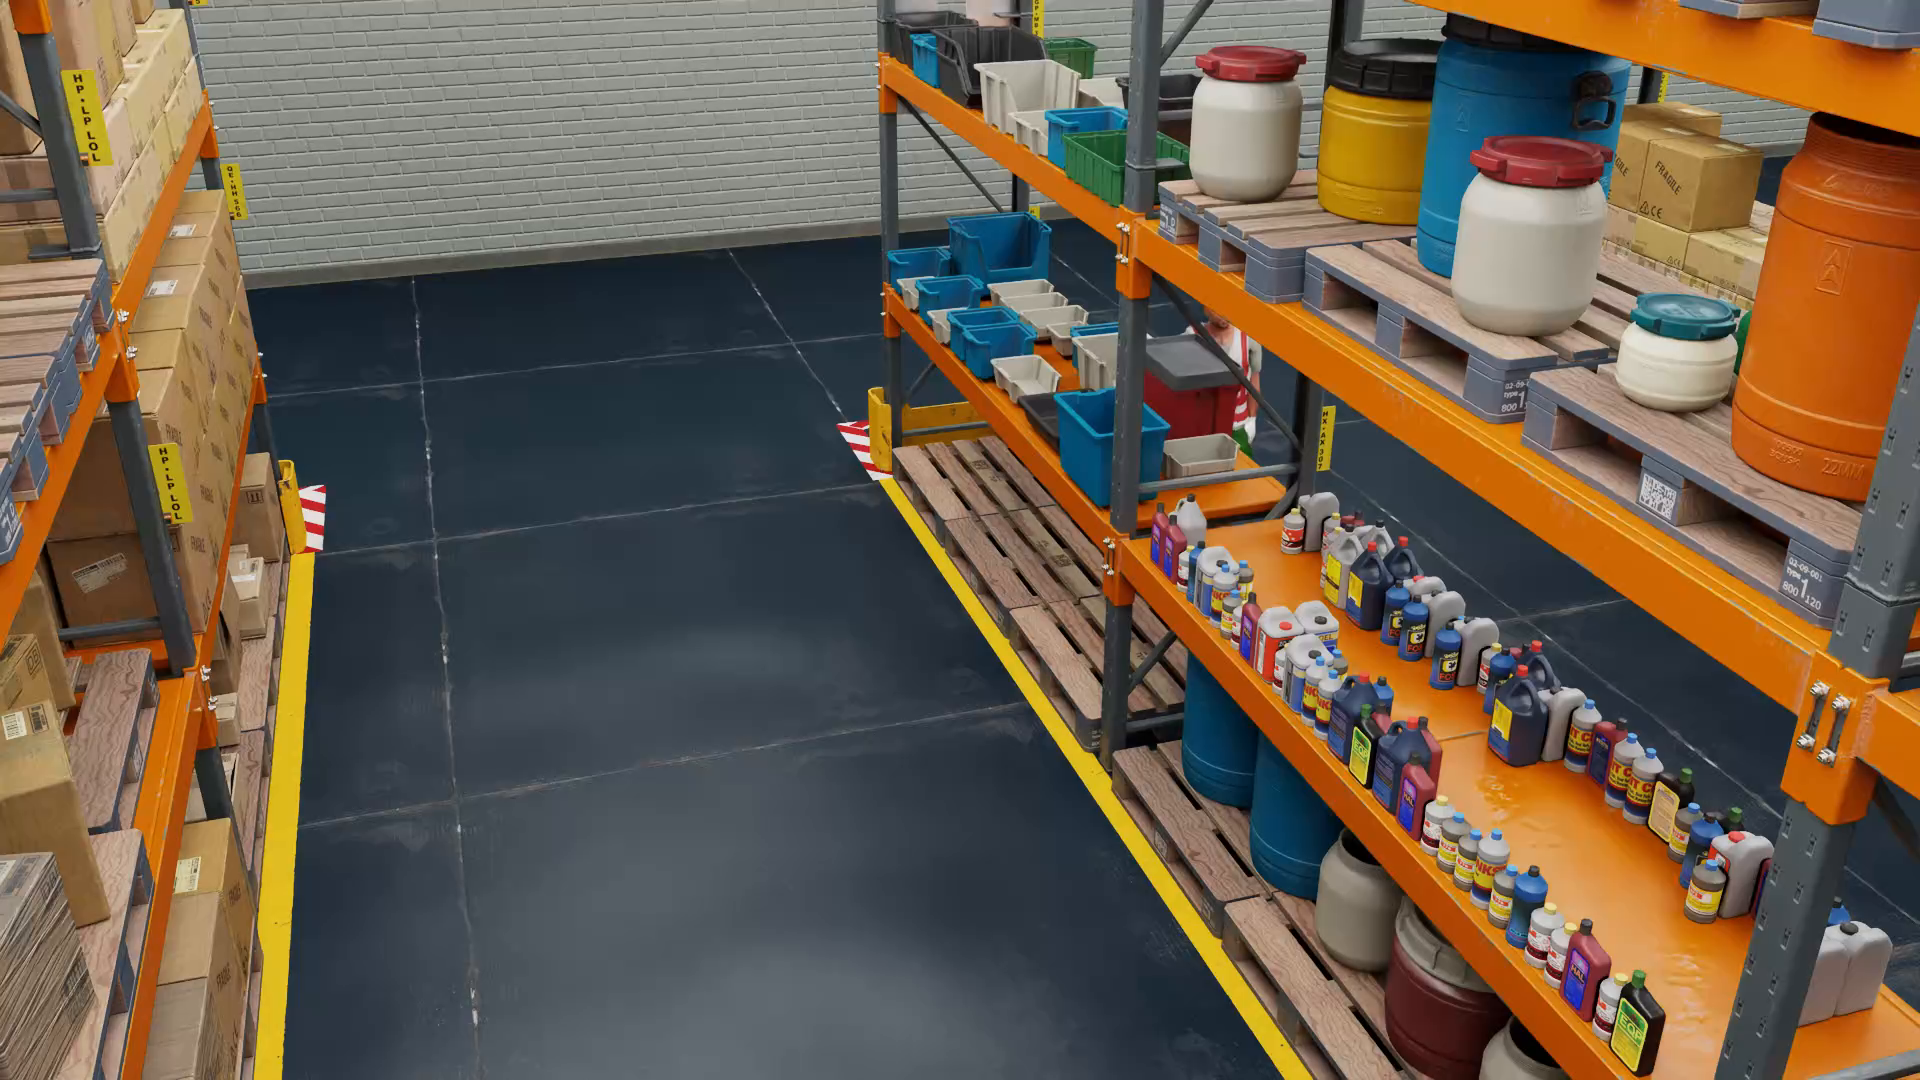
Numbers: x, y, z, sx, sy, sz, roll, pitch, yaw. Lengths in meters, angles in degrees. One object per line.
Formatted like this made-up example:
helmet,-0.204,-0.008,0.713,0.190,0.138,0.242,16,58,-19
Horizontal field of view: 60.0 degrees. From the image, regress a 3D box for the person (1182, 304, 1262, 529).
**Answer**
person,1.521,-0.700,9.962,0.530,1.781,0.540,0,26,1
